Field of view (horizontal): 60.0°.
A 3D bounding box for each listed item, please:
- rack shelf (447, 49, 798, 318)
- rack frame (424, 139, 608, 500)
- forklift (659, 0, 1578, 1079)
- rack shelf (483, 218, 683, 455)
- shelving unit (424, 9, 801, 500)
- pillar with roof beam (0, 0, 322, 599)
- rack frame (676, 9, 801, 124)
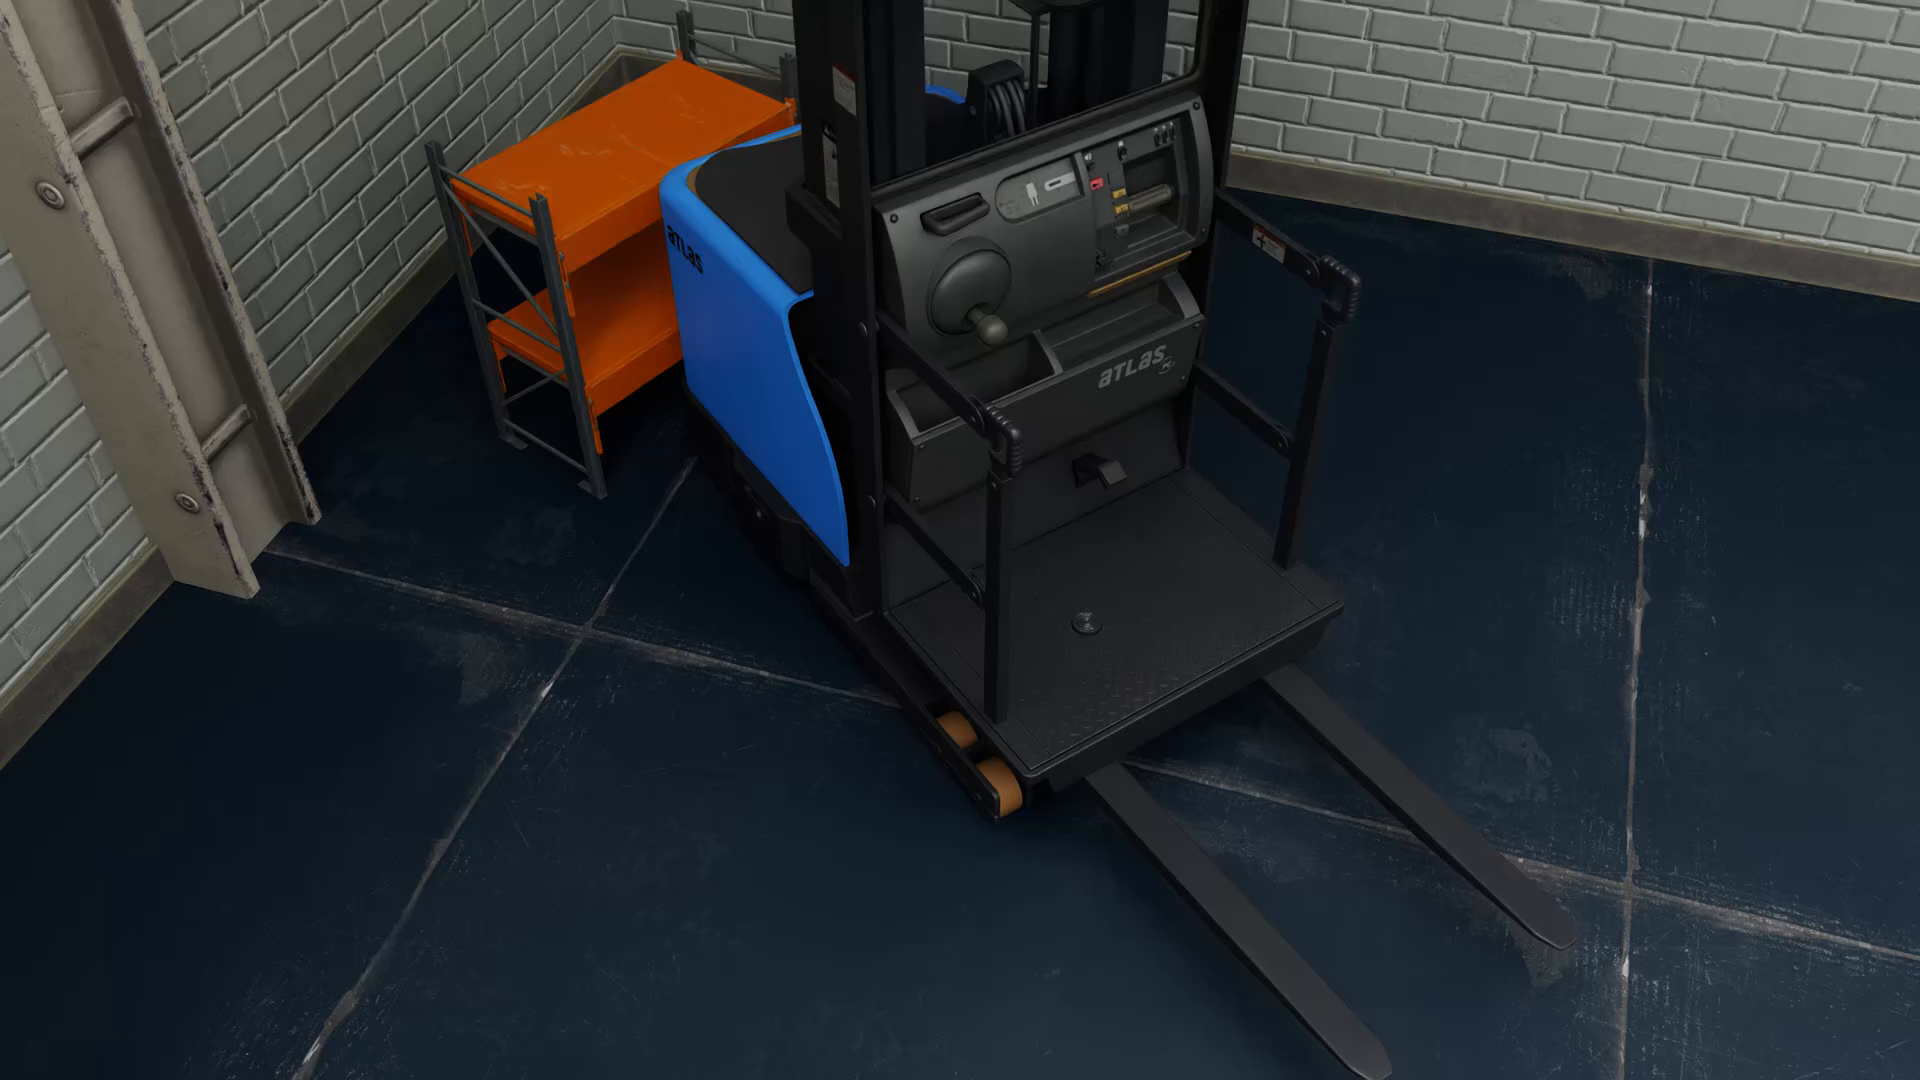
[{"bbox_3d":[-1.033,-1.136,5.187,0.538,0.278,1.000,29,51,27],"label":"rack shelf"},{"bbox_3d":[-1.349,-0.648,5.108,0.500,1.125,0.032,29,51,27],"label":"rack frame"},{"bbox_3d":[0.351,-0.685,3.854,1.130,2.935,3.031,-25,50,-24],"label":"forklift"},{"bbox_3d":[-1.032,-0.752,5.563,0.538,0.278,1.000,29,51,27],"label":"rack shelf"},{"bbox_3d":[-1.032,-0.927,5.391,0.538,1.125,1.048,29,51,27],"label":"shelving unit"},{"bbox_3d":[1.854,-2.288,1.154,9.100,9.000,0.400,13,46,13],"label":"pillar with roof beam"},{"bbox_3d":[-0.715,-1.205,5.675,0.500,1.125,0.032,29,51,27],"label":"rack frame"}]
